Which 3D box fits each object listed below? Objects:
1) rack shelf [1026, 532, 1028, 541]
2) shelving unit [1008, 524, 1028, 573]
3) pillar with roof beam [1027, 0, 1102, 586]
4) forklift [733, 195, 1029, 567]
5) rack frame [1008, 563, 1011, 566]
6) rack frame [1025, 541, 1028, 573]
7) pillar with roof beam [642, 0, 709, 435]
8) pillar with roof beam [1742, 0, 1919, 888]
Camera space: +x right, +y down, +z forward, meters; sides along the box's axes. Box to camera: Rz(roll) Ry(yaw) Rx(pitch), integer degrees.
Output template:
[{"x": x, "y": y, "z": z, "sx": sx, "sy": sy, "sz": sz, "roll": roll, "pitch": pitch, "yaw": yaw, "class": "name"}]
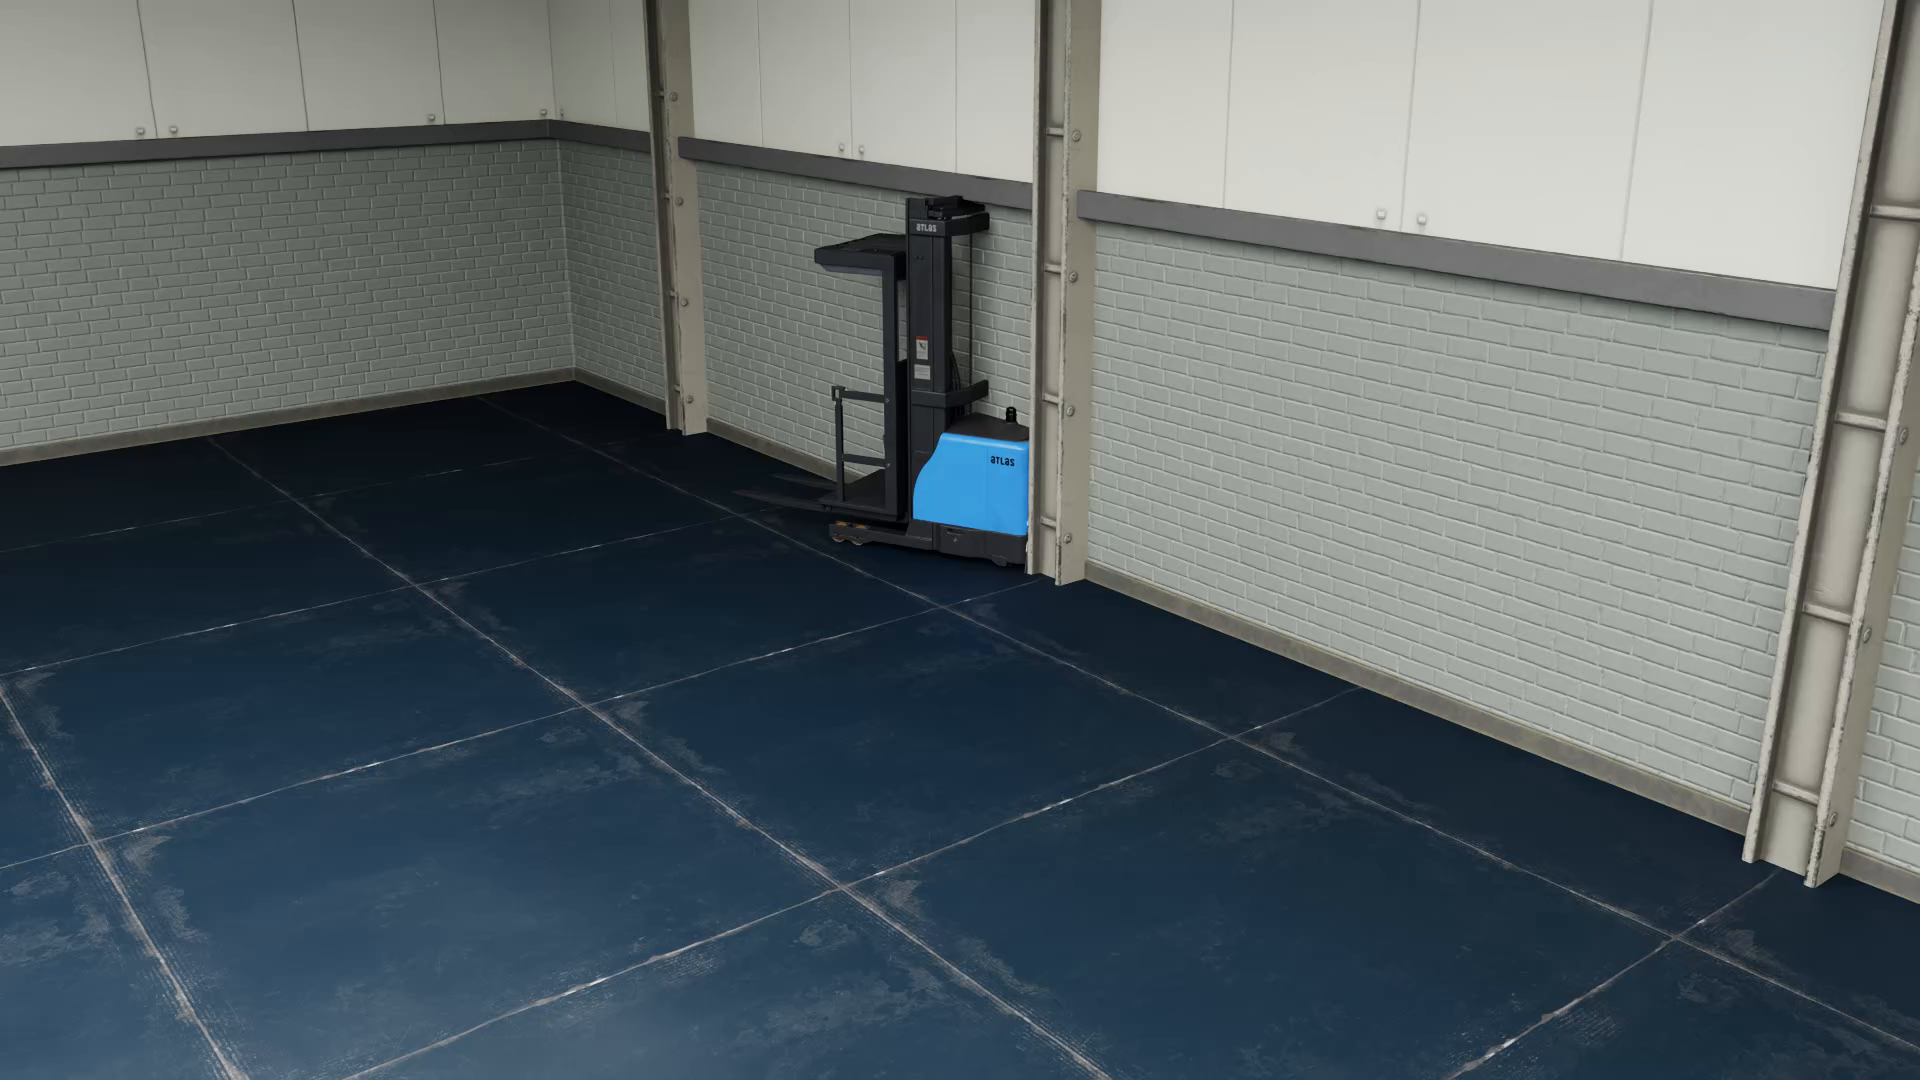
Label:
[{"x": 0.582, "y": -0.067, "z": 13.623, "sx": 0.258, "sy": 0.077, "sz": 0.200, "roll": -8, "pitch": 20, "yaw": -38, "class": "rack shelf"}, {"x": 0.592, "y": -0.186, "z": 13.590, "sx": 0.258, "sy": 0.900, "sz": 0.210, "roll": -8, "pitch": 20, "yaw": -38, "class": "shelving unit"}, {"x": -2.586, "y": -3.146, "z": 9.546, "sx": 9.100, "sy": 9.000, "sz": 0.400, "roll": -14, "pitch": 23, "yaw": -36, "class": "pillar with roof beam"}, {"x": -0.553, "y": -1.483, "z": 14.179, "sx": 3.031, "sy": 2.935, "sz": 1.130, "roll": 9, "pitch": 21, "yaw": 26, "class": "forklift"}, {"x": 0.528, "y": -0.211, "z": 13.665, "sx": 0.240, "sy": 0.900, "sz": 0.006, "roll": -8, "pitch": 20, "yaw": -38, "class": "rack frame"}, {"x": 0.655, "y": -0.160, "z": 13.515, "sx": 0.240, "sy": 0.900, "sz": 0.006, "roll": -8, "pitch": 20, "yaw": -38, "class": "rack frame"}, {"x": -6.312, "y": -4.624, "z": 14.011, "sx": 9.100, "sy": 9.000, "sz": 0.400, "roll": -14, "pitch": 23, "yaw": -36, "class": "pillar with roof beam"}, {"x": 1.139, "y": -1.667, "z": 5.081, "sx": 9.100, "sy": 9.000, "sz": 0.400, "roll": -14, "pitch": 23, "yaw": -36, "class": "pillar with roof beam"}]
